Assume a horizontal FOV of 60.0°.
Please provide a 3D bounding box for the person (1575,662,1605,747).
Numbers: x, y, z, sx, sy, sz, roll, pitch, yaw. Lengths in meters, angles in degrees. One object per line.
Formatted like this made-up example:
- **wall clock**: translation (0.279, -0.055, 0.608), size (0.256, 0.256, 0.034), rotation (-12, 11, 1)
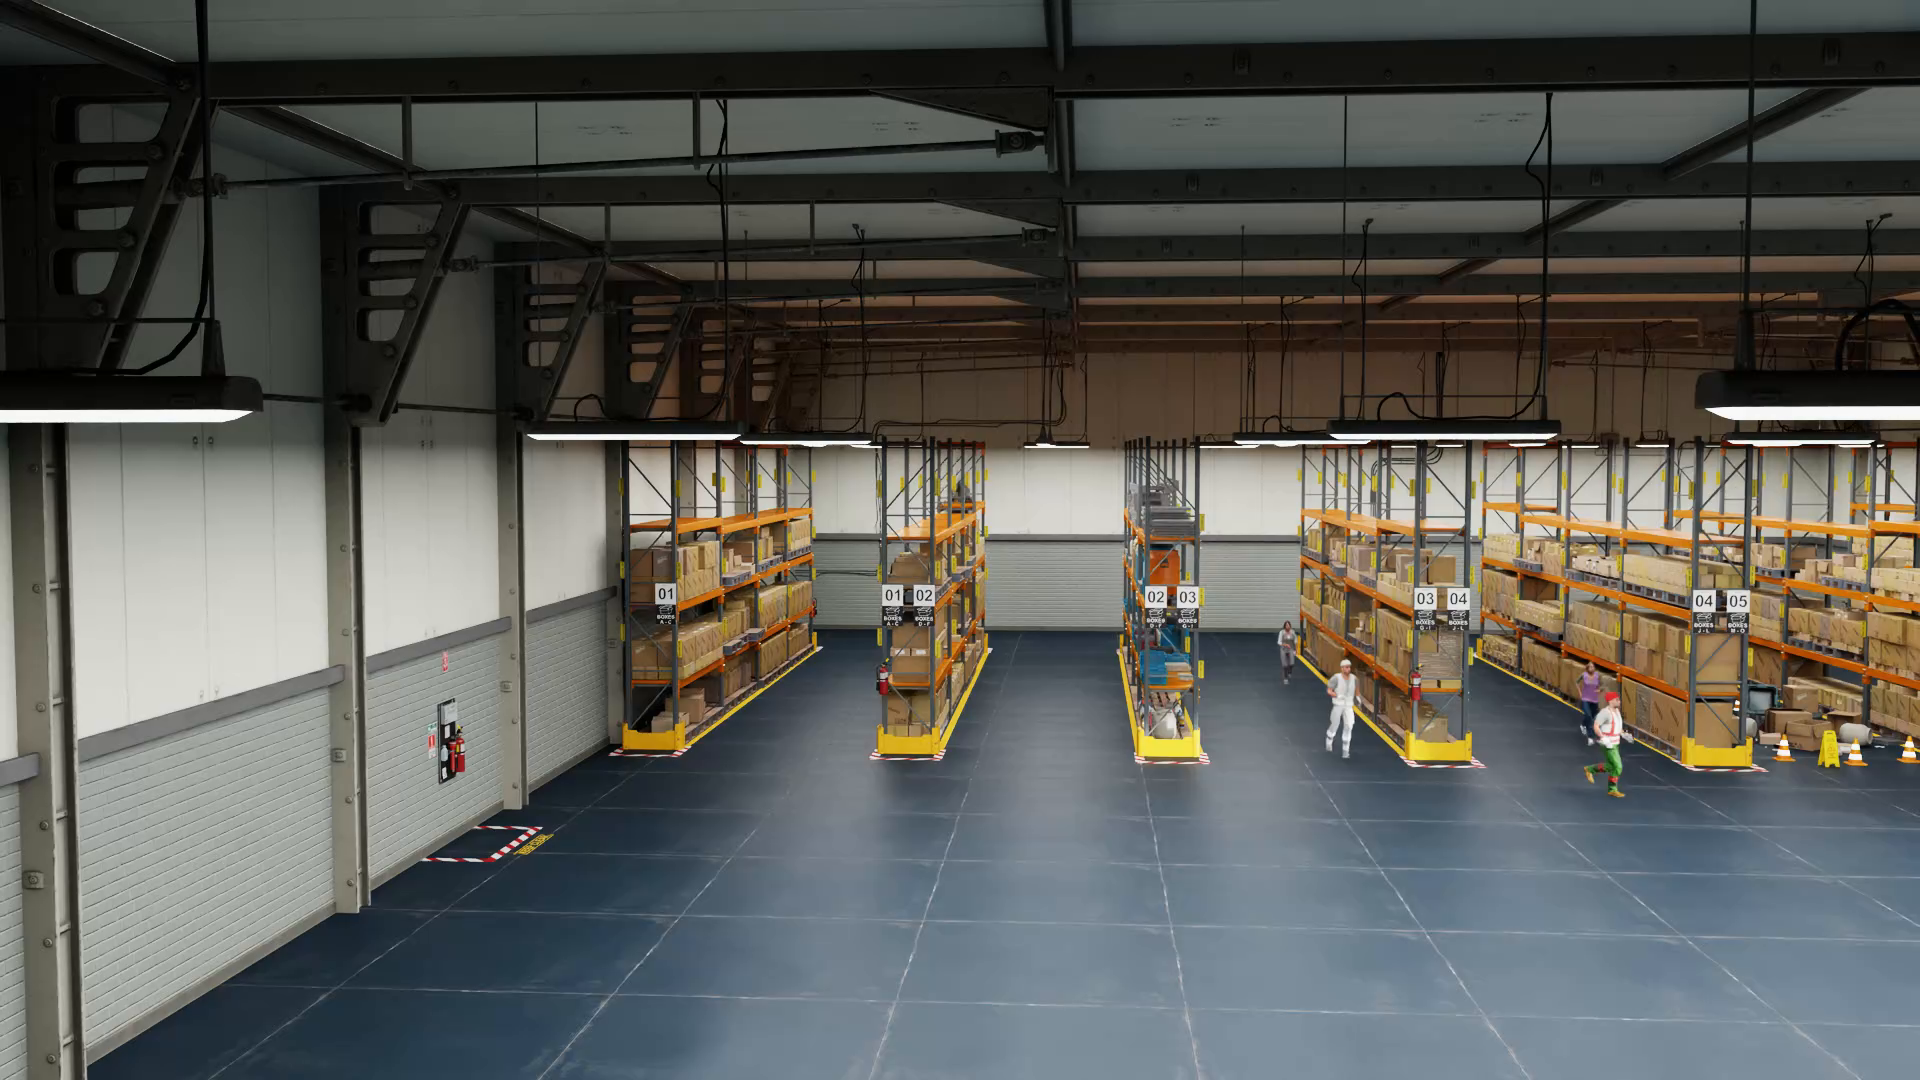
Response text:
- **person**: translation (12.377, 3.184, 32.661), size (0.505, 1.618, 0.983), rotation (0, 3, 2)

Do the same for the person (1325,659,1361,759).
- **person**: translation (7.227, 3.159, 31.283), size (0.699, 1.847, 0.817), rotation (0, 3, -6)

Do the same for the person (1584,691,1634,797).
- **person**: translation (10.726, 3.373, 27.690), size (0.638, 1.737, 0.759), rotation (-3, 4, -45)

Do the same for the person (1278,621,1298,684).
- **person**: translation (8.047, 2.760, 40.754), size (0.516, 1.565, 0.603), rotation (0, 3, 2)
